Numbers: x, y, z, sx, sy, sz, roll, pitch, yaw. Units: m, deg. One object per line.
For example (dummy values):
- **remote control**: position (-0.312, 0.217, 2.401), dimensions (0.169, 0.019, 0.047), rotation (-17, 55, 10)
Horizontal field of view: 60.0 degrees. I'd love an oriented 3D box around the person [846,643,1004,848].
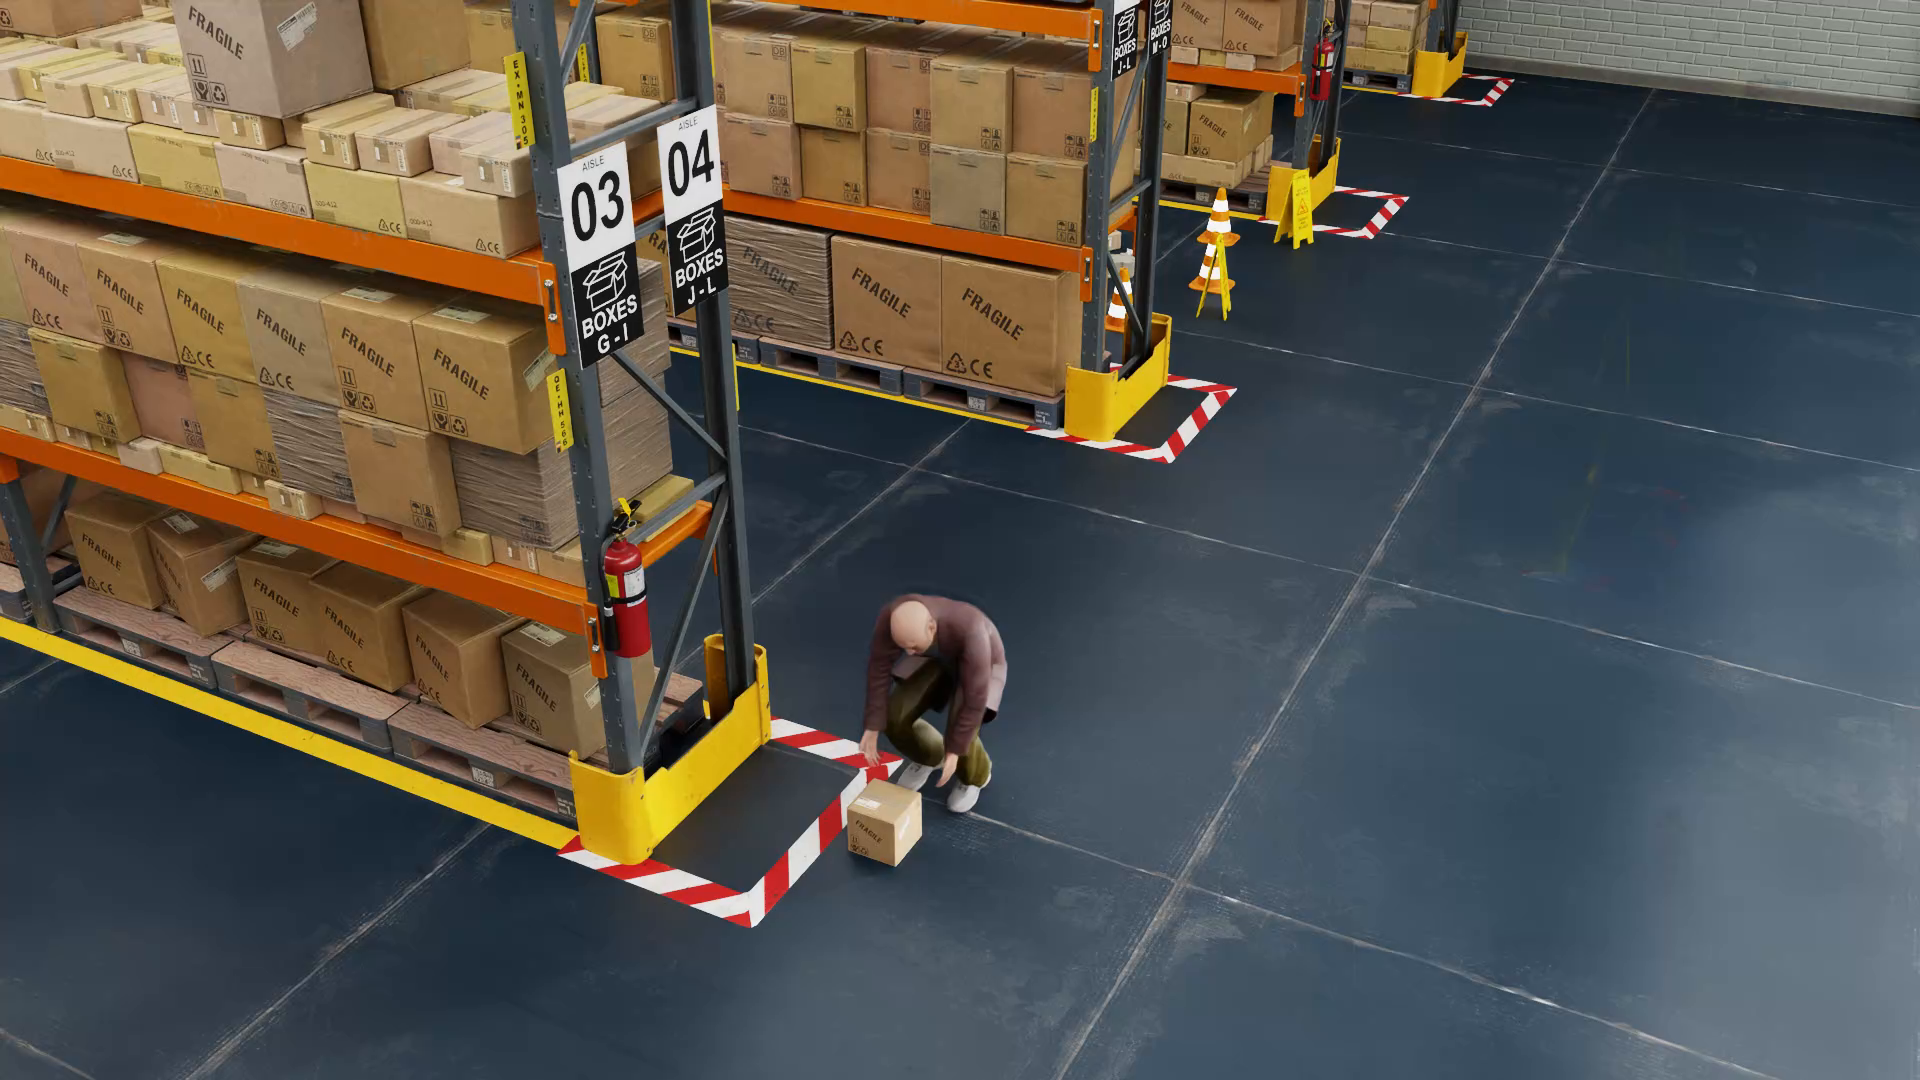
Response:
- **person**: position (-0.132, 0.861, 7.699), dimensions (0.606, 0.891, 0.915), rotation (17, 34, 27)
